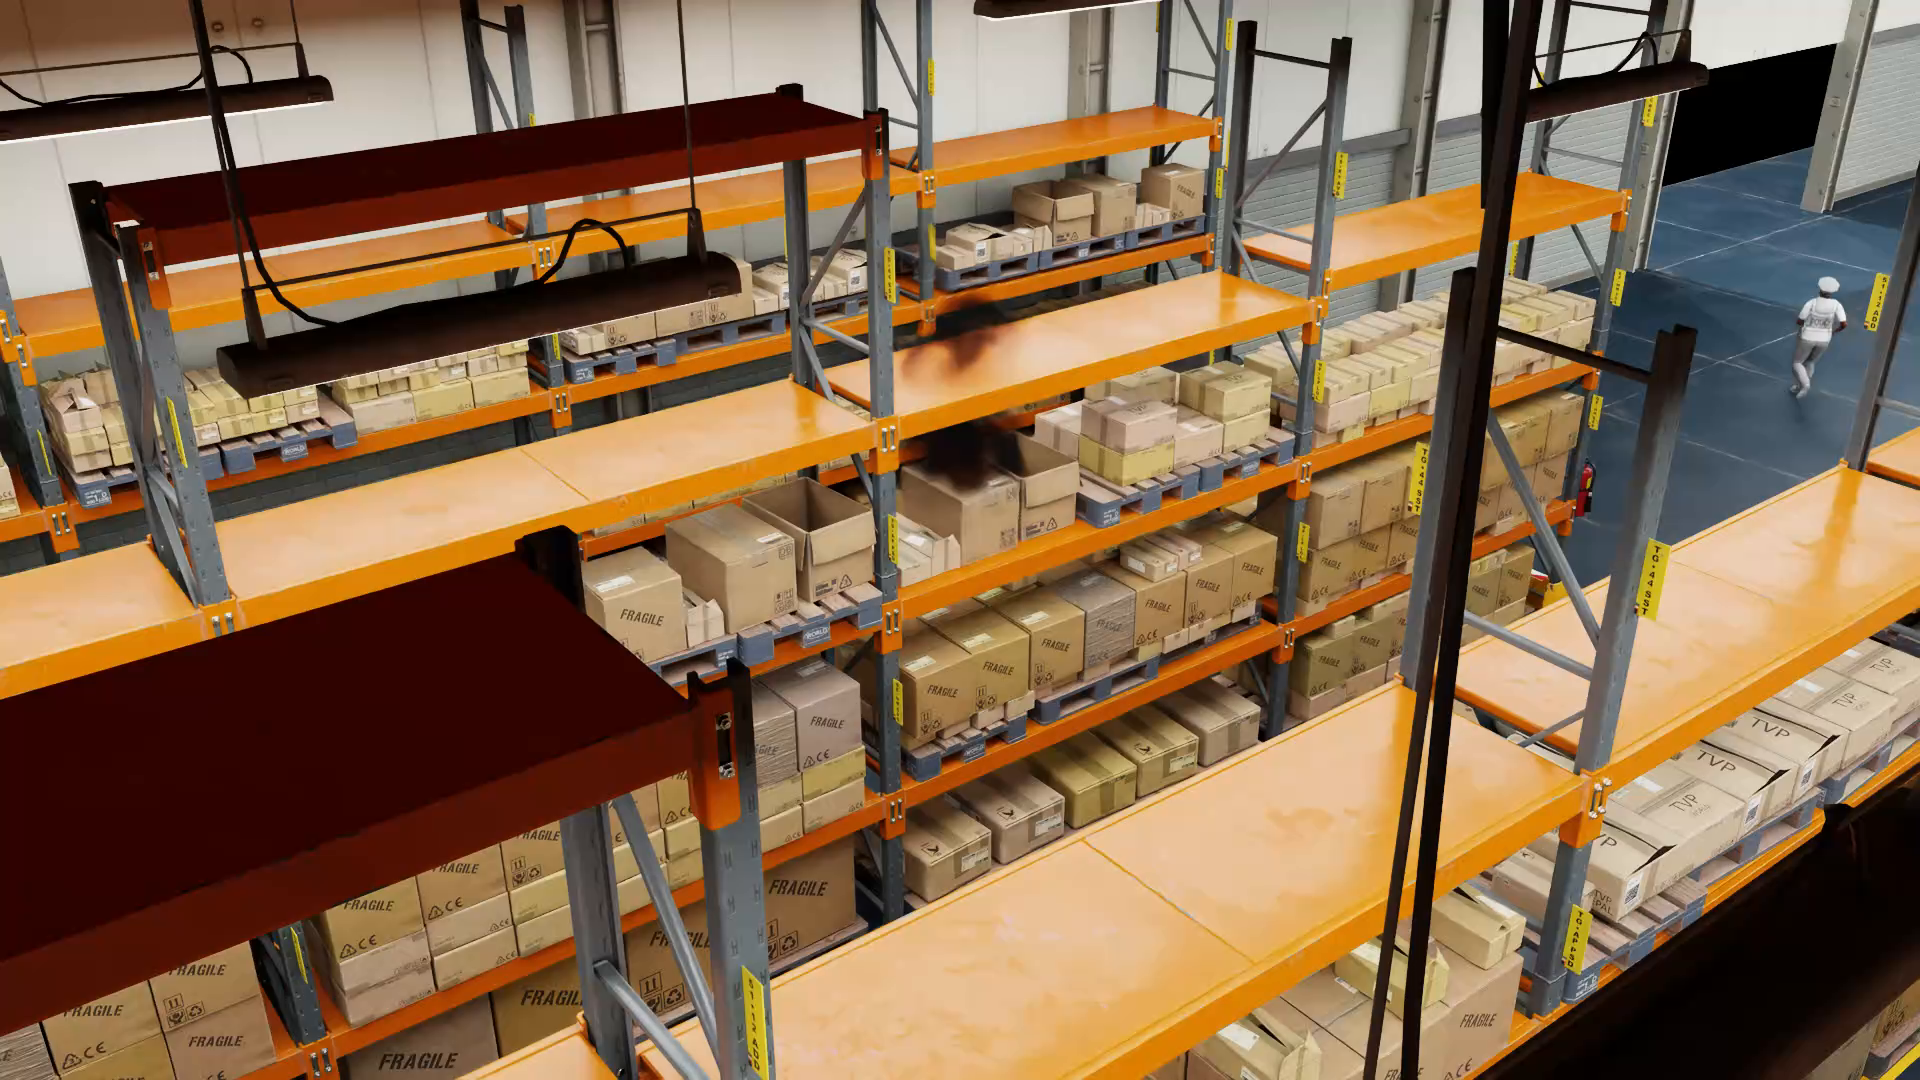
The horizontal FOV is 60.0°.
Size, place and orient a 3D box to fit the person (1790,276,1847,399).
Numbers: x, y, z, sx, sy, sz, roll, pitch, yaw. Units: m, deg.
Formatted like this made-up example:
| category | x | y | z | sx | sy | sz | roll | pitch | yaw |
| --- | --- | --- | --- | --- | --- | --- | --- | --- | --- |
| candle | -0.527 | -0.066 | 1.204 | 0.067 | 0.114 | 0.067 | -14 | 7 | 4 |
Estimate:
| category | x | y | z | sx | sy | sz | roll | pitch | yaw |
| --- | --- | --- | --- | --- | --- | --- | --- | --- | --- |
| person | 11.073 | -2.592 | 21.515 | 0.584 | 1.660 | 0.739 | 4 | 26 | 8 |
